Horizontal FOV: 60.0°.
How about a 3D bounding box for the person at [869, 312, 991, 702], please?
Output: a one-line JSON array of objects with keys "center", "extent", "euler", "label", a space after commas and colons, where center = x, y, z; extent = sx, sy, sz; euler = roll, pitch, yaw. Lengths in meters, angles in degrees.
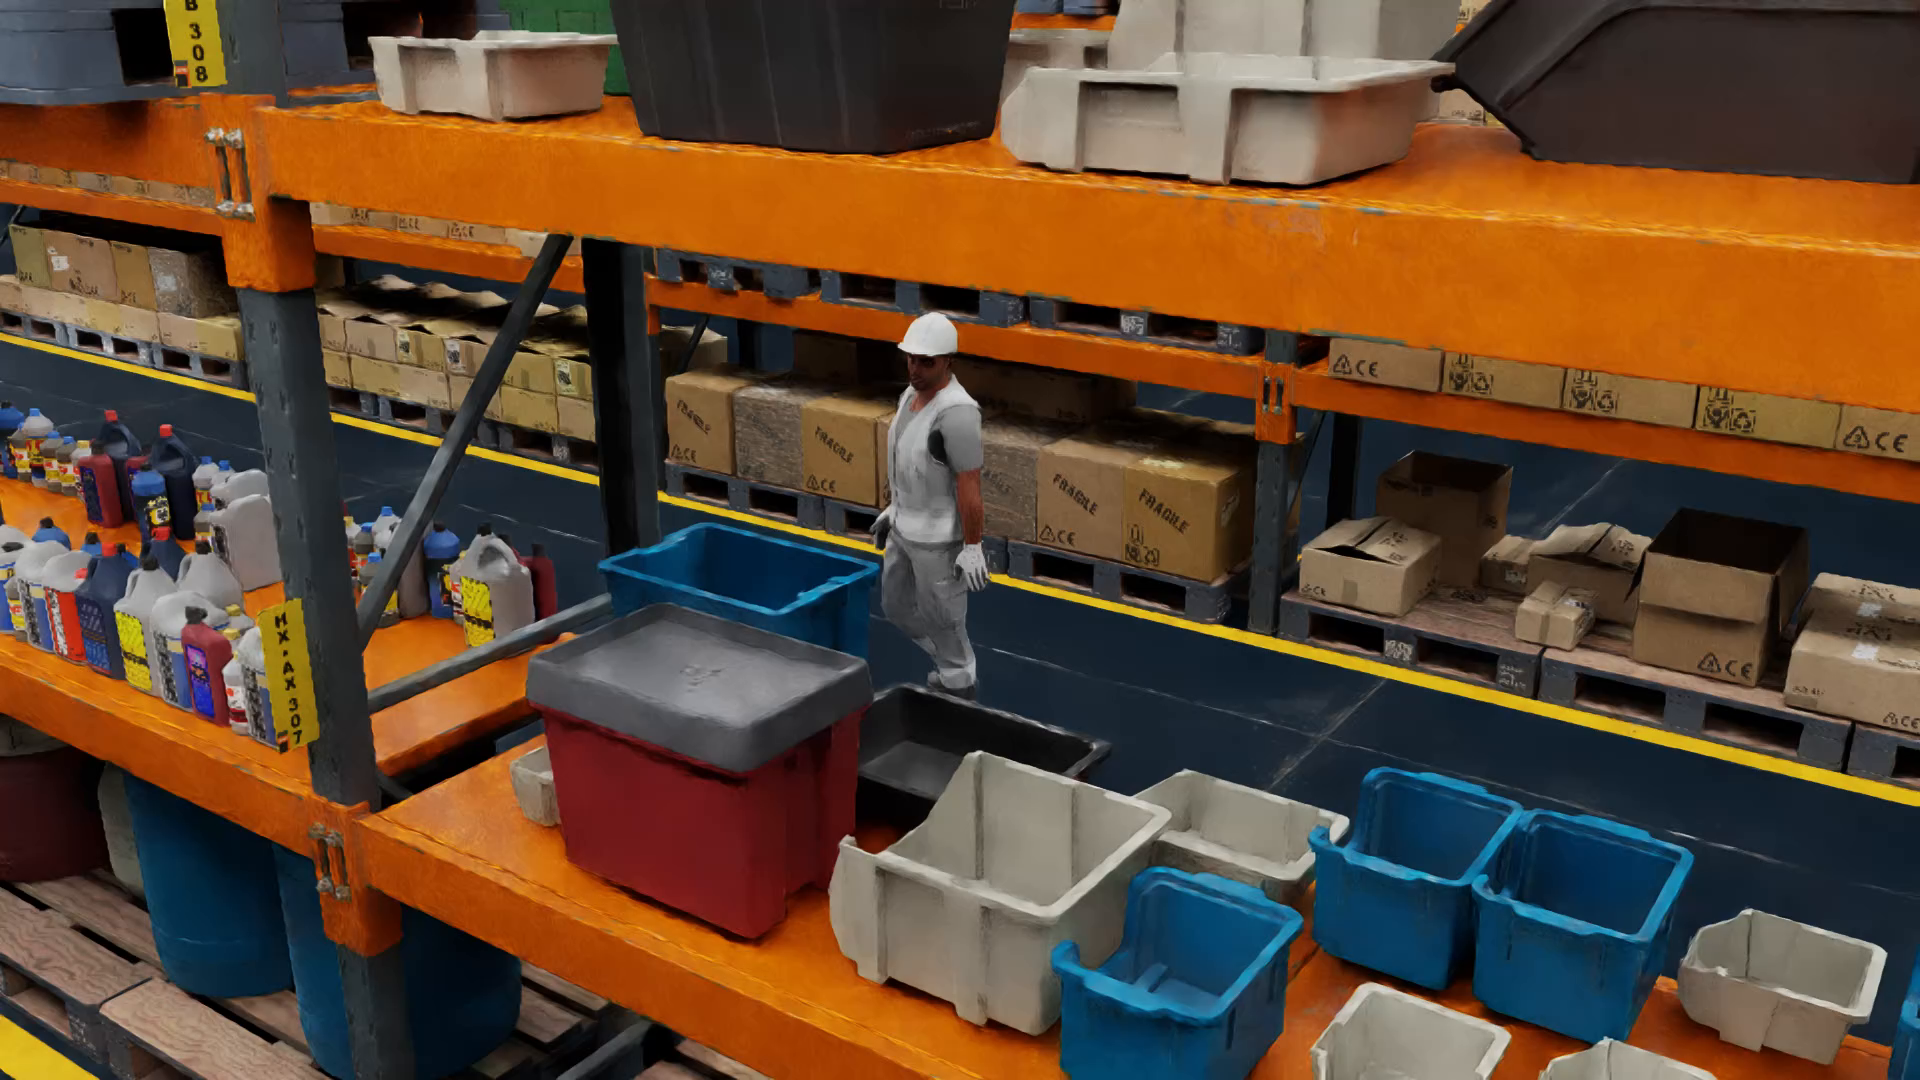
[{"center": [-0.085, -0.048, 6.619], "extent": [0.456, 1.781, 0.710], "euler": [-7, 21, -20], "label": "person"}]
